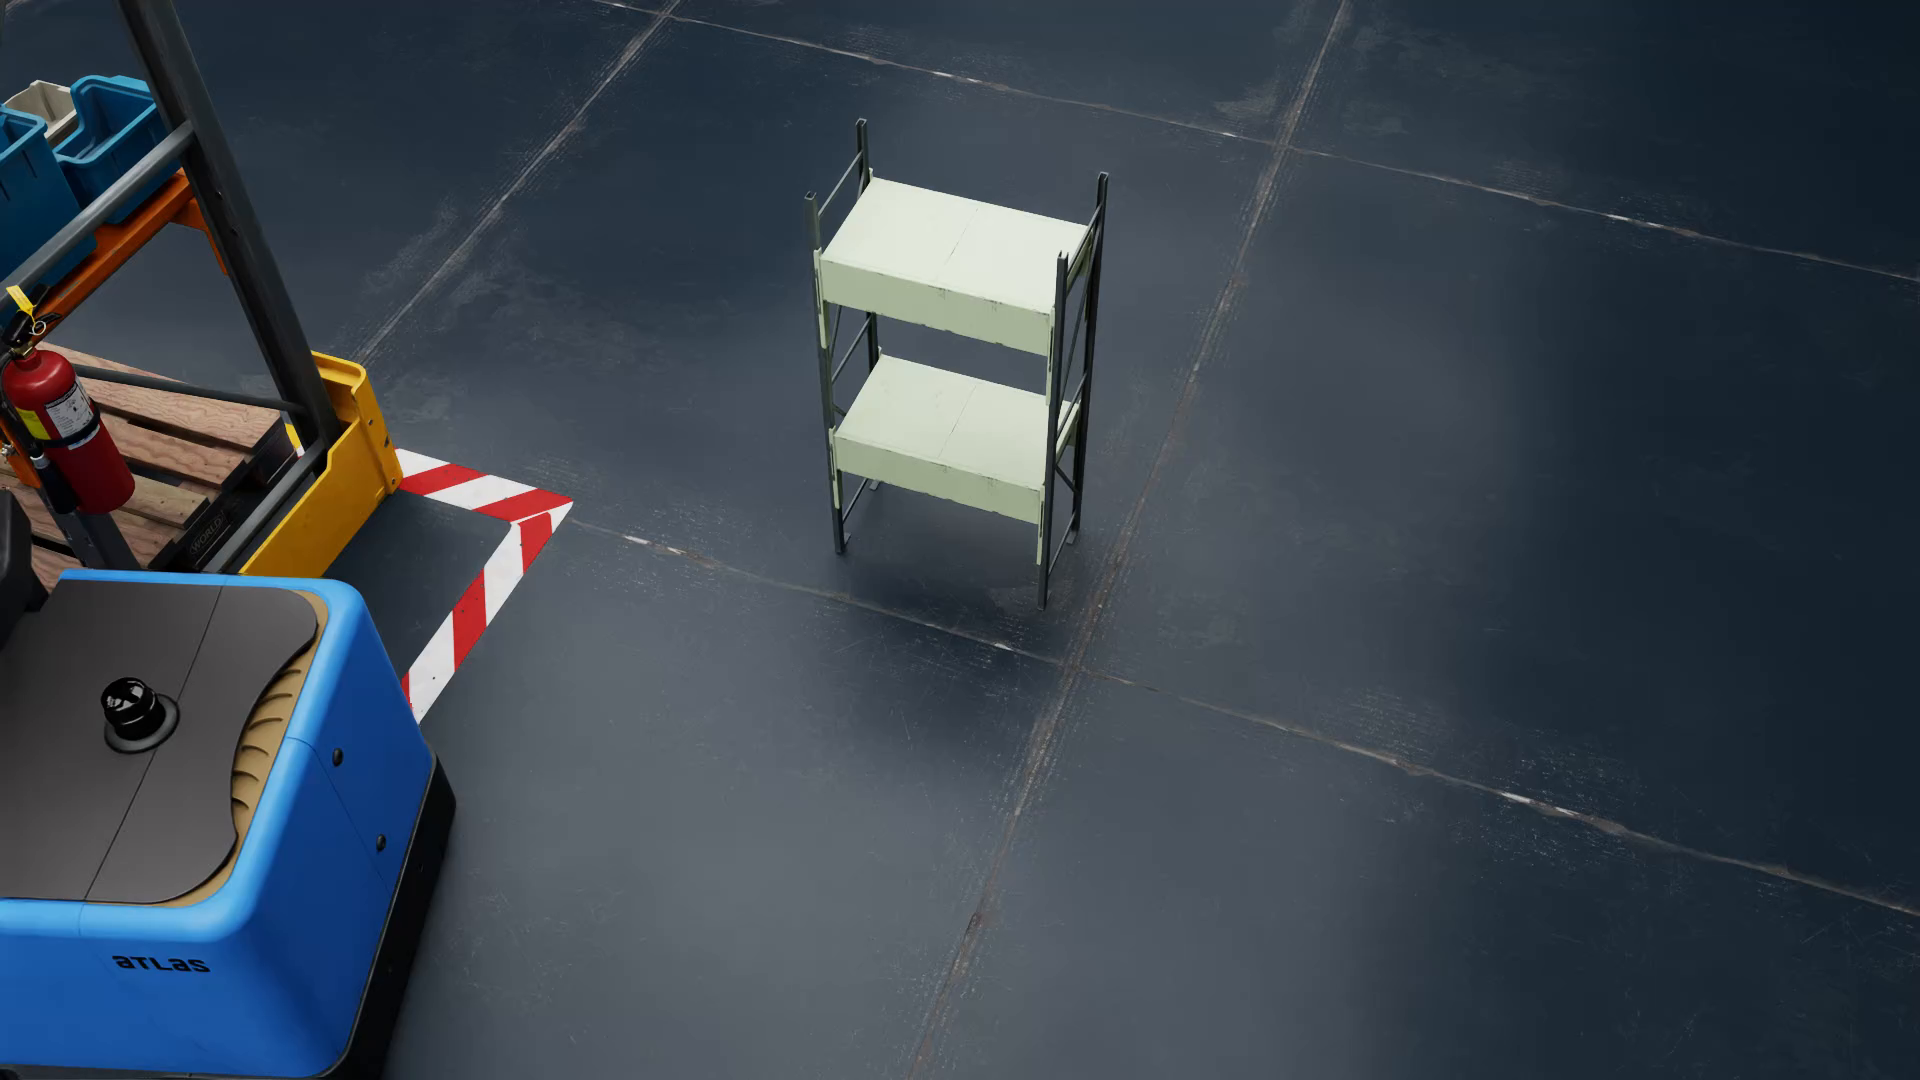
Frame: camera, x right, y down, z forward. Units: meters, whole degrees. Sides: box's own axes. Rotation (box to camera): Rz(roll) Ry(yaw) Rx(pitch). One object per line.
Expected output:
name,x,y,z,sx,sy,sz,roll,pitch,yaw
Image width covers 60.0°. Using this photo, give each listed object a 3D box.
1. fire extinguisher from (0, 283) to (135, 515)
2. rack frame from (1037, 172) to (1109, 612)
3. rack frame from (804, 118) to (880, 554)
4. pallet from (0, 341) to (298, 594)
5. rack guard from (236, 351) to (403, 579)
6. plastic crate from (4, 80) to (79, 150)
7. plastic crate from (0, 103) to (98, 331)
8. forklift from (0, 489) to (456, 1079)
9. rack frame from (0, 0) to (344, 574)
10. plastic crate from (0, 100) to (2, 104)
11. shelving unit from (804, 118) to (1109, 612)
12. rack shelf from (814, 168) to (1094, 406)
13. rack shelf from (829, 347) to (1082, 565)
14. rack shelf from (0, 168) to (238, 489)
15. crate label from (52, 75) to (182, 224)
fire extinguisher,-2.377,-0.350,4.366,0.183,0.674,0.296,16,51,13
rack frame,0.337,-0.397,5.102,0.023,1.500,0.400,16,51,13
rack frame,-0.350,-0.589,5.268,0.023,1.500,0.400,16,51,13
pallet,-3.122,-0.189,5.774,1.213,0.211,1.003,16,51,13
rack guard,-2.334,-0.043,5.457,0.348,0.500,1.175,16,51,13
plastic crate,-2.751,-1.233,4.968,0.298,0.136,0.250,16,51,13
plastic crate,-2.740,-0.845,4.435,0.499,0.435,0.616,16,51,13
forklift,-3.038,0.154,3.677,3.031,2.935,1.130,2,49,2
rack frame,-2.361,-0.859,4.509,0.127,3.000,1.000,16,51,13
plastic crate,-3.096,-1.294,4.958,0.300,0.233,0.416,16,51,13
shelving unit,-0.006,-0.493,5.185,0.755,1.500,0.431,16,51,13
rack shelf,-0.006,-0.749,4.890,0.720,0.370,0.431,16,51,13
rack shelf,-0.006,-0.279,5.431,0.720,0.370,0.431,16,51,13
rack shelf,-4.238,-1.147,5.235,4.000,0.370,1.077,16,51,13
crate label,-2.479,-1.122,4.808,0.303,0.233,0.416,16,51,13
